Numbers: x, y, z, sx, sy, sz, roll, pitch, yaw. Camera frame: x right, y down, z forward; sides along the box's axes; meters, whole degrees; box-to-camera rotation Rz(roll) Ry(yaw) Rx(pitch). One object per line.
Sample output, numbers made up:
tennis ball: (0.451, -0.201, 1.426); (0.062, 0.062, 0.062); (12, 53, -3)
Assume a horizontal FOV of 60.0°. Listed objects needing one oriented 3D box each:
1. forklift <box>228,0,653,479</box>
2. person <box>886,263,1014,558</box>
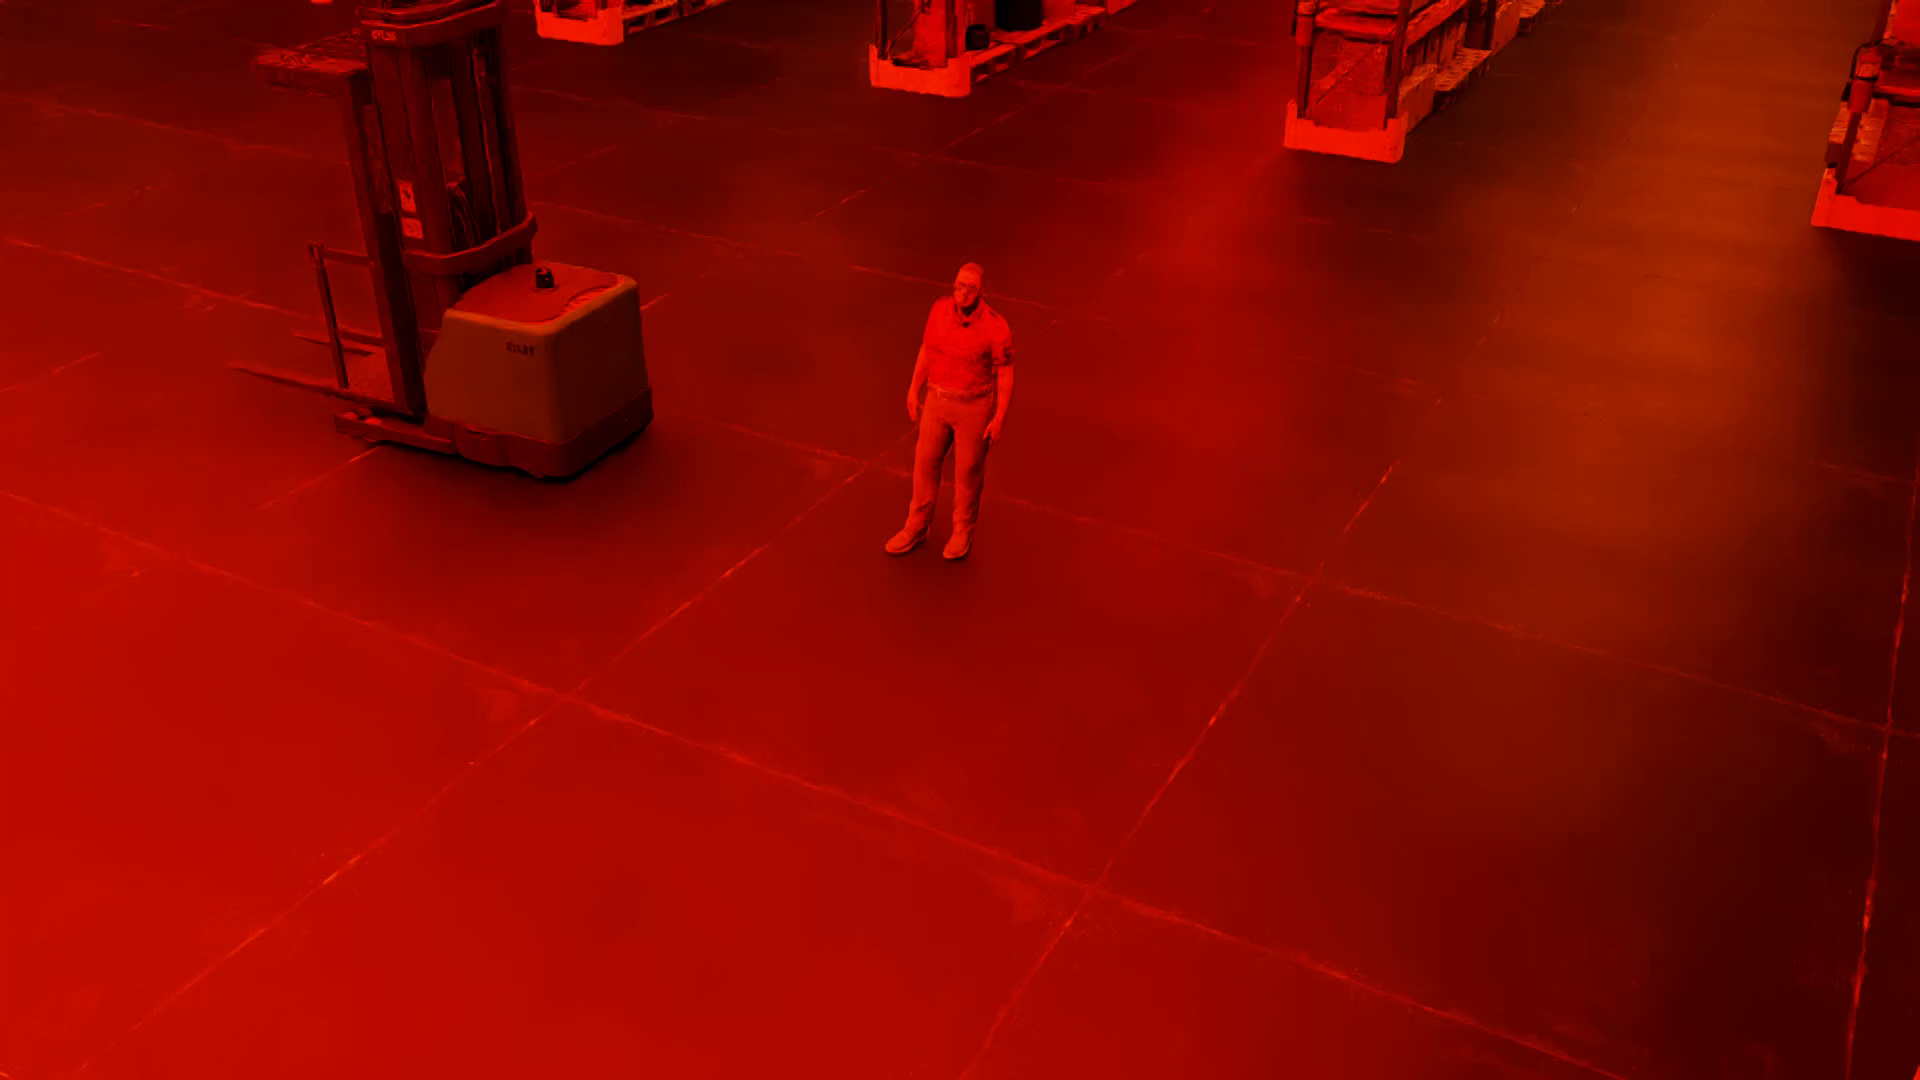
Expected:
forklift: (-3.644, -2.148, 10.792); (3.031, 2.935, 1.130); (13, 32, 21)
person: (-0.054, -0.719, 9.504); (0.640, 1.726, 0.550); (15, 33, 25)
